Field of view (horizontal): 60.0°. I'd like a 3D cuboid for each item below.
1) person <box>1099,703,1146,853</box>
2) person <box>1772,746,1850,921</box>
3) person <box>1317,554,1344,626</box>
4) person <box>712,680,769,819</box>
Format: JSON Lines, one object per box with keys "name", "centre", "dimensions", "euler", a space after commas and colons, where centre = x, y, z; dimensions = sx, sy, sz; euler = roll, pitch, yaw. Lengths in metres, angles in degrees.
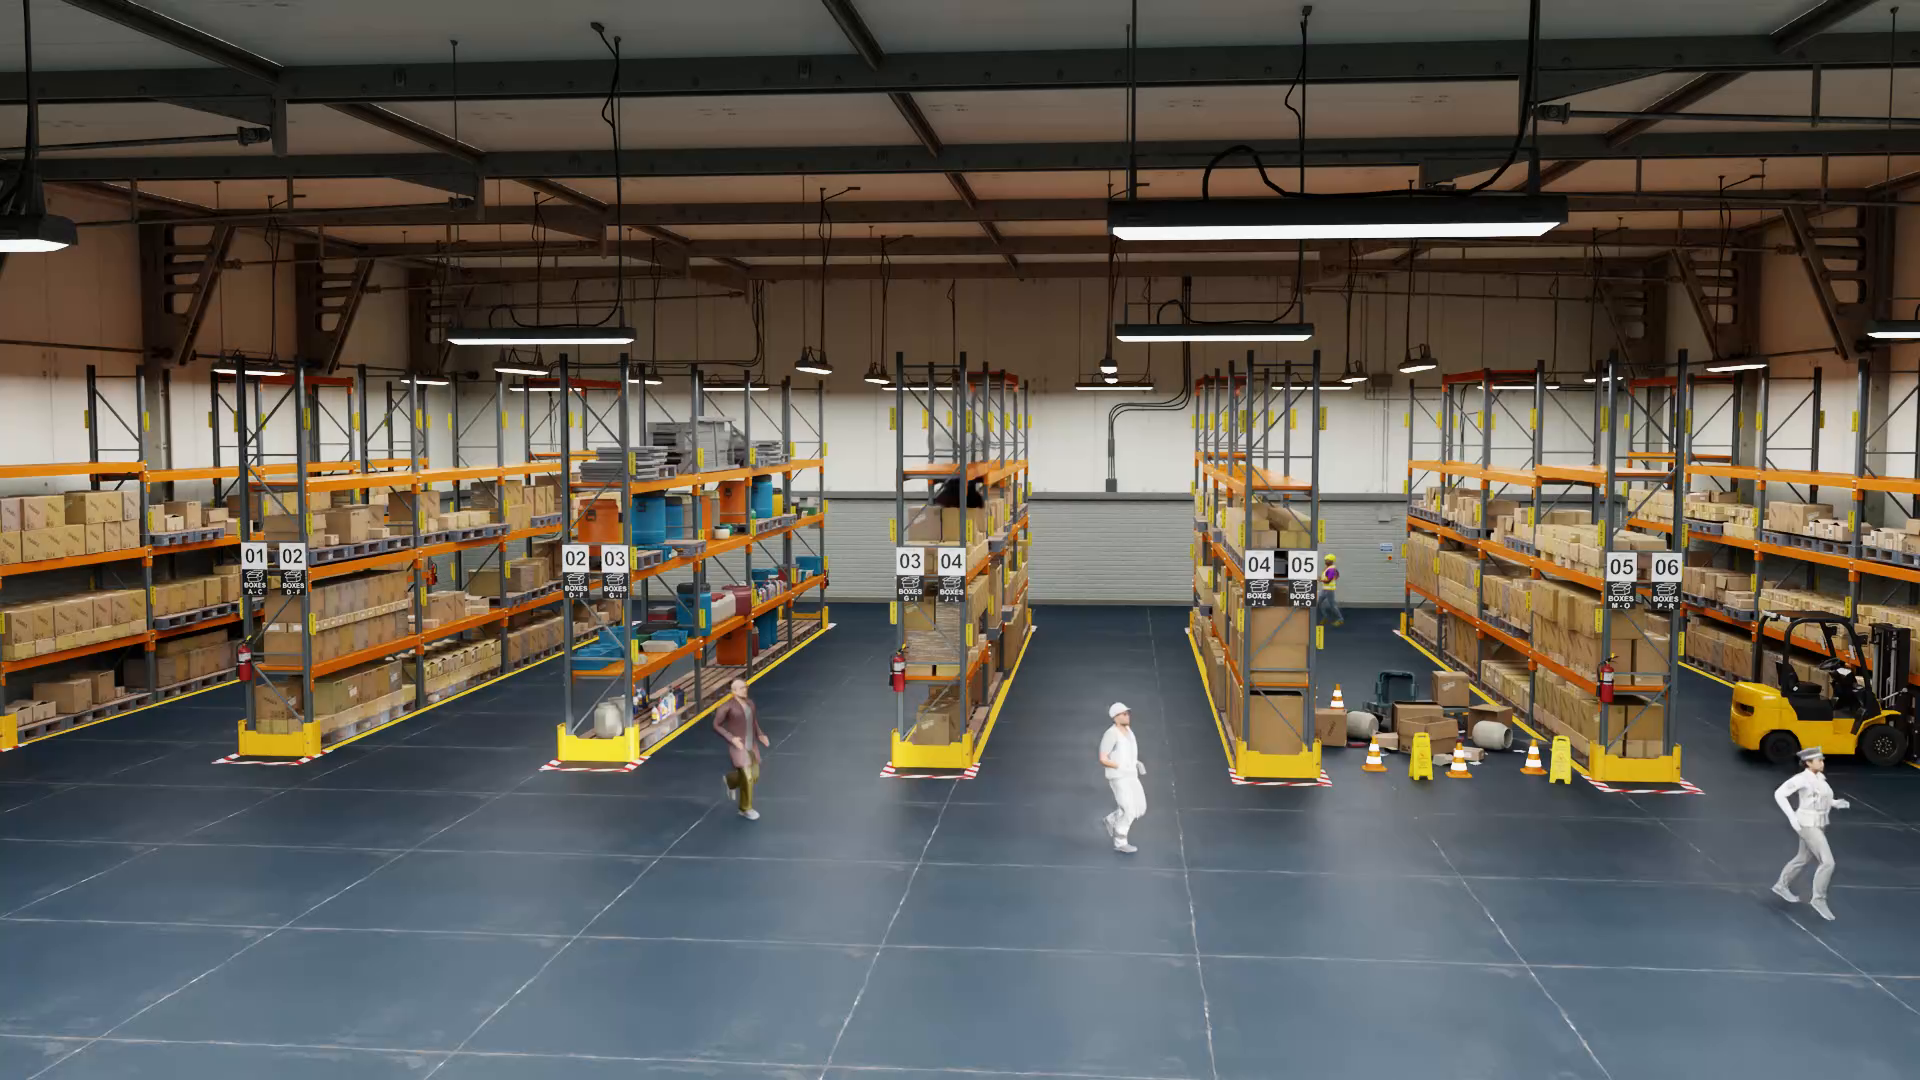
{"name": "person", "centre": [1.884, 2.758, 19.341], "dimensions": [0.615, 1.738, 0.652], "euler": [3, 5, 38]}
{"name": "person", "centre": [8.667, 2.955, 16.935], "dimensions": [0.578, 1.752, 0.725], "euler": [-4, 5, -42]}
{"name": "person", "centre": [8.971, 1.248, 40.497], "dimensions": [0.747, 1.816, 0.669], "euler": [0, 4, 1]}
{"name": "person", "centre": [-2.823, 2.643, 21.144], "dimensions": [0.728, 1.744, 0.712], "euler": [3, 5, 39]}
